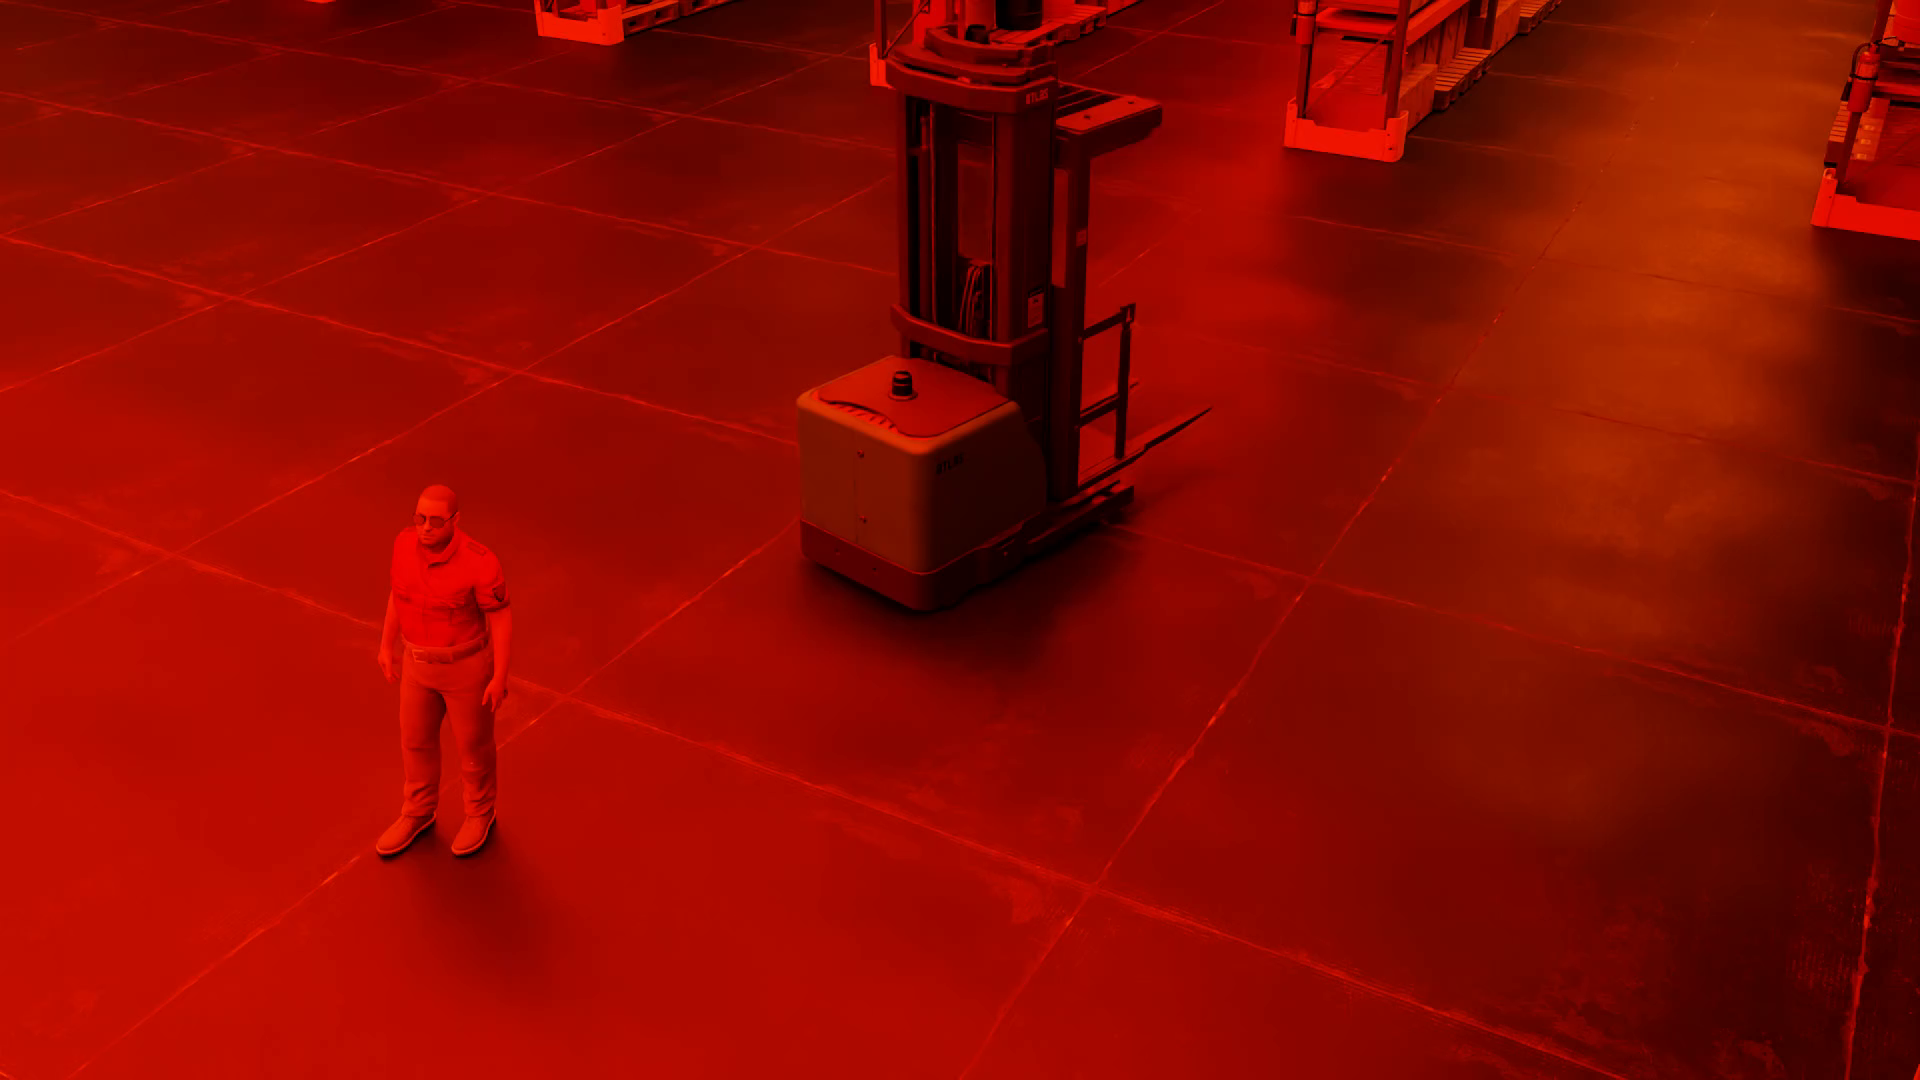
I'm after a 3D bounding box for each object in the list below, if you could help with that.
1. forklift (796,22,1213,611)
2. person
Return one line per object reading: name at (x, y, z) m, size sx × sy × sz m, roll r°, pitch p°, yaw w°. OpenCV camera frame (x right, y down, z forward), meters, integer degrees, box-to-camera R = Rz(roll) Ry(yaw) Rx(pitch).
forklift at (0.429, -1.530, 9.721) m, size 1.130 × 2.935 × 3.031 m, roll 24°, pitch 38°, yaw 35°
person at (-2.276, 0.595, 7.226) m, size 0.641 × 1.728 × 0.550 m, roll 10°, pitch 31°, yaw 16°
